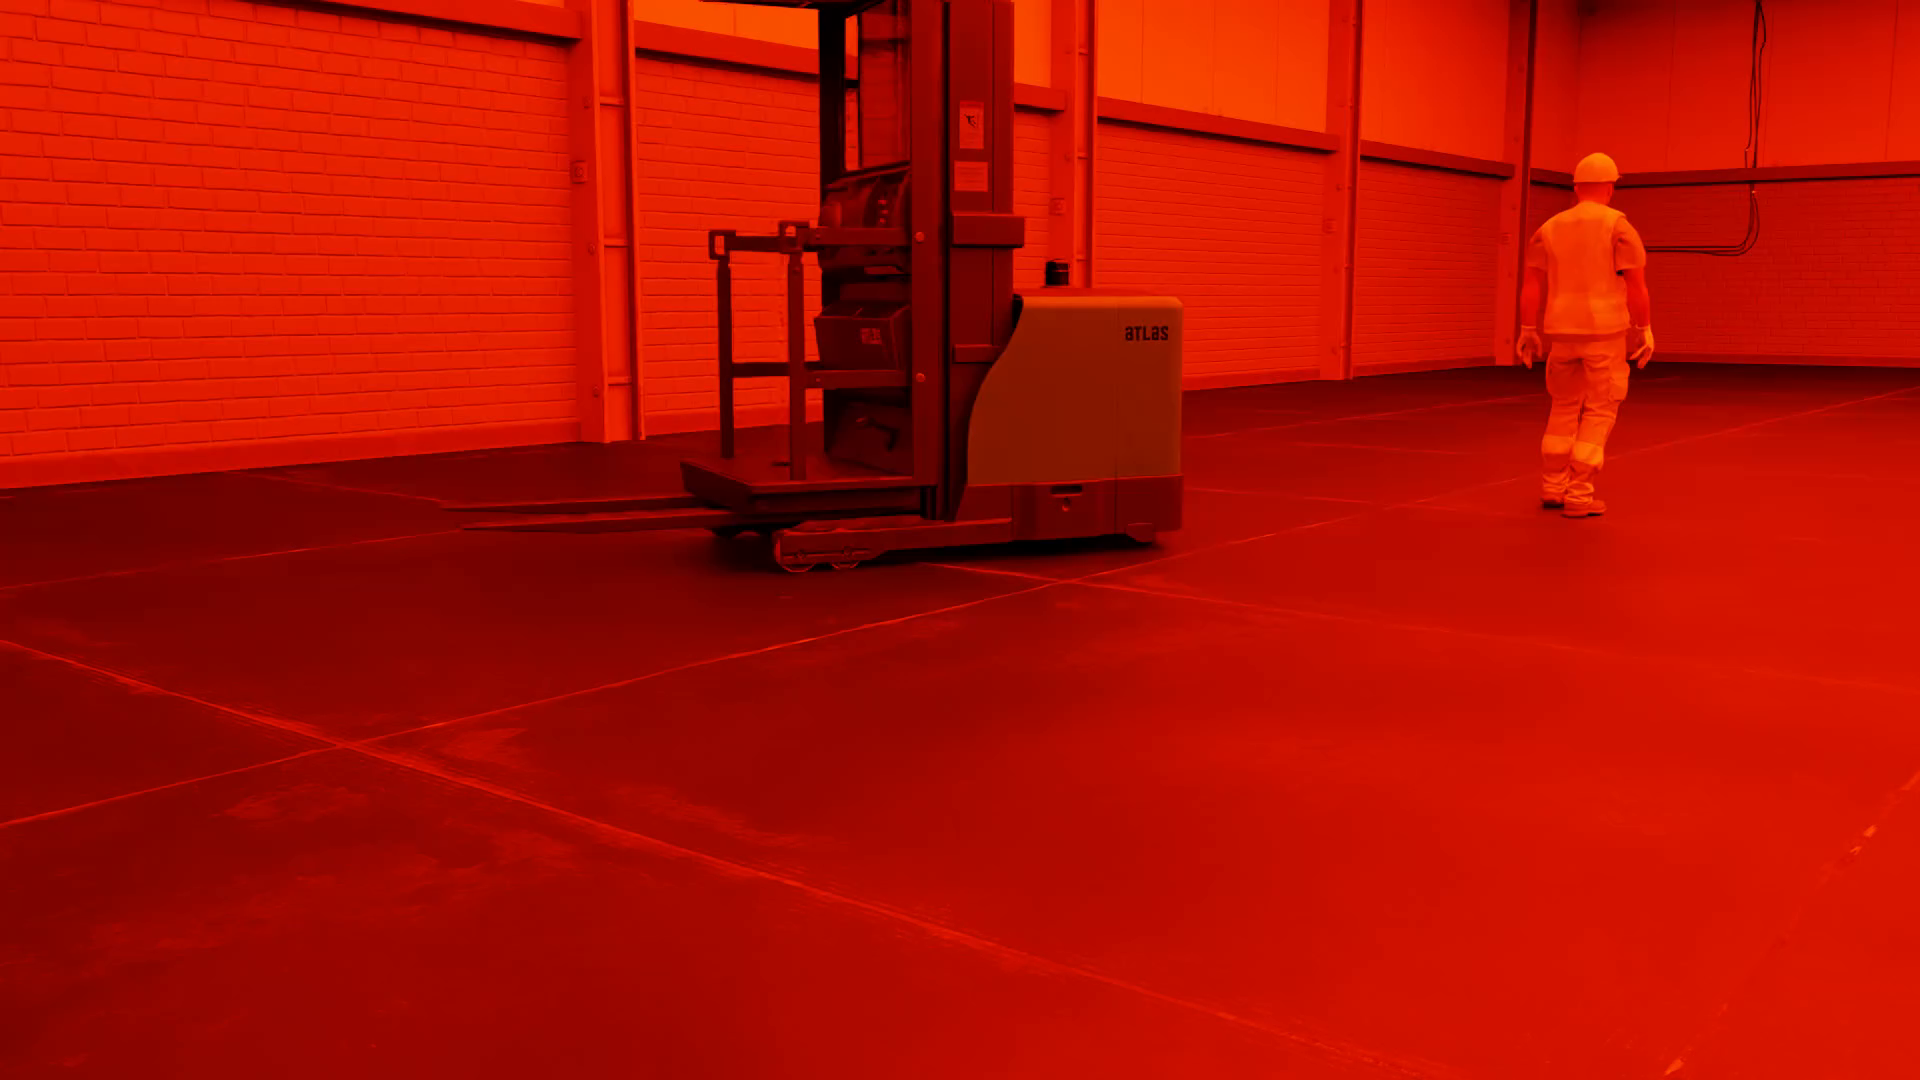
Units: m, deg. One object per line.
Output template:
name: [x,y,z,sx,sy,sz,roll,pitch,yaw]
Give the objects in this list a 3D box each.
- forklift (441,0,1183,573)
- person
forklift: [-0.591,-1.406,6.889,3.031,2.935,1.130,-4,9,-24]
person: [3.138,-0.989,8.265,0.540,1.826,0.634,-8,11,-42]
